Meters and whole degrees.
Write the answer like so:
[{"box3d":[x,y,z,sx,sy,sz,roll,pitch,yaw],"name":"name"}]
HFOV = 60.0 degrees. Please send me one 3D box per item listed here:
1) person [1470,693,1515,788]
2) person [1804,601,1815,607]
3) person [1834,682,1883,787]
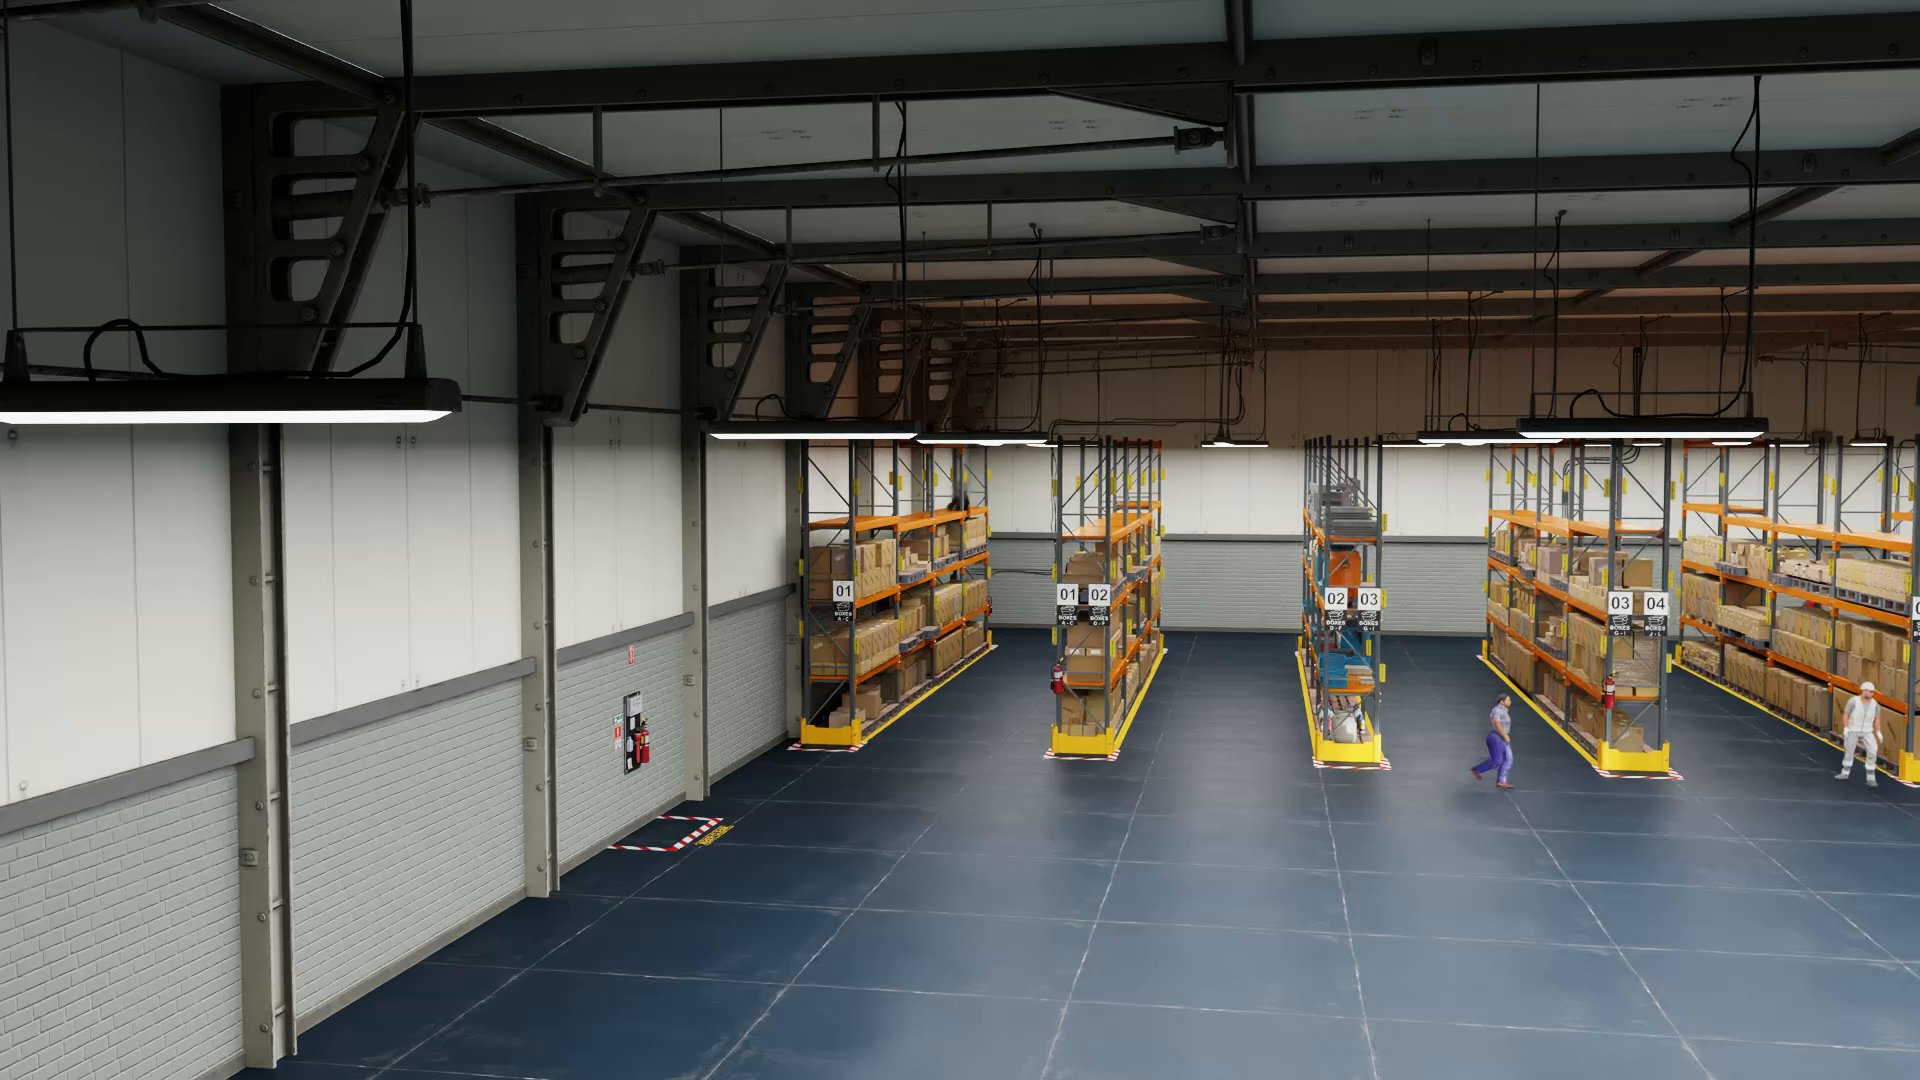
[{"box3d":[9.045,3.394,28.215,0.740,1.619,0.597,2,4,30],"name":"person"},{"box3d":[24.223,2.313,47.301,0.861,1.800,0.631,-1,3,-15],"name":"person"},{"box3d":[15.451,3.314,28.548,0.695,1.792,0.623,1,3,14],"name":"person"}]
